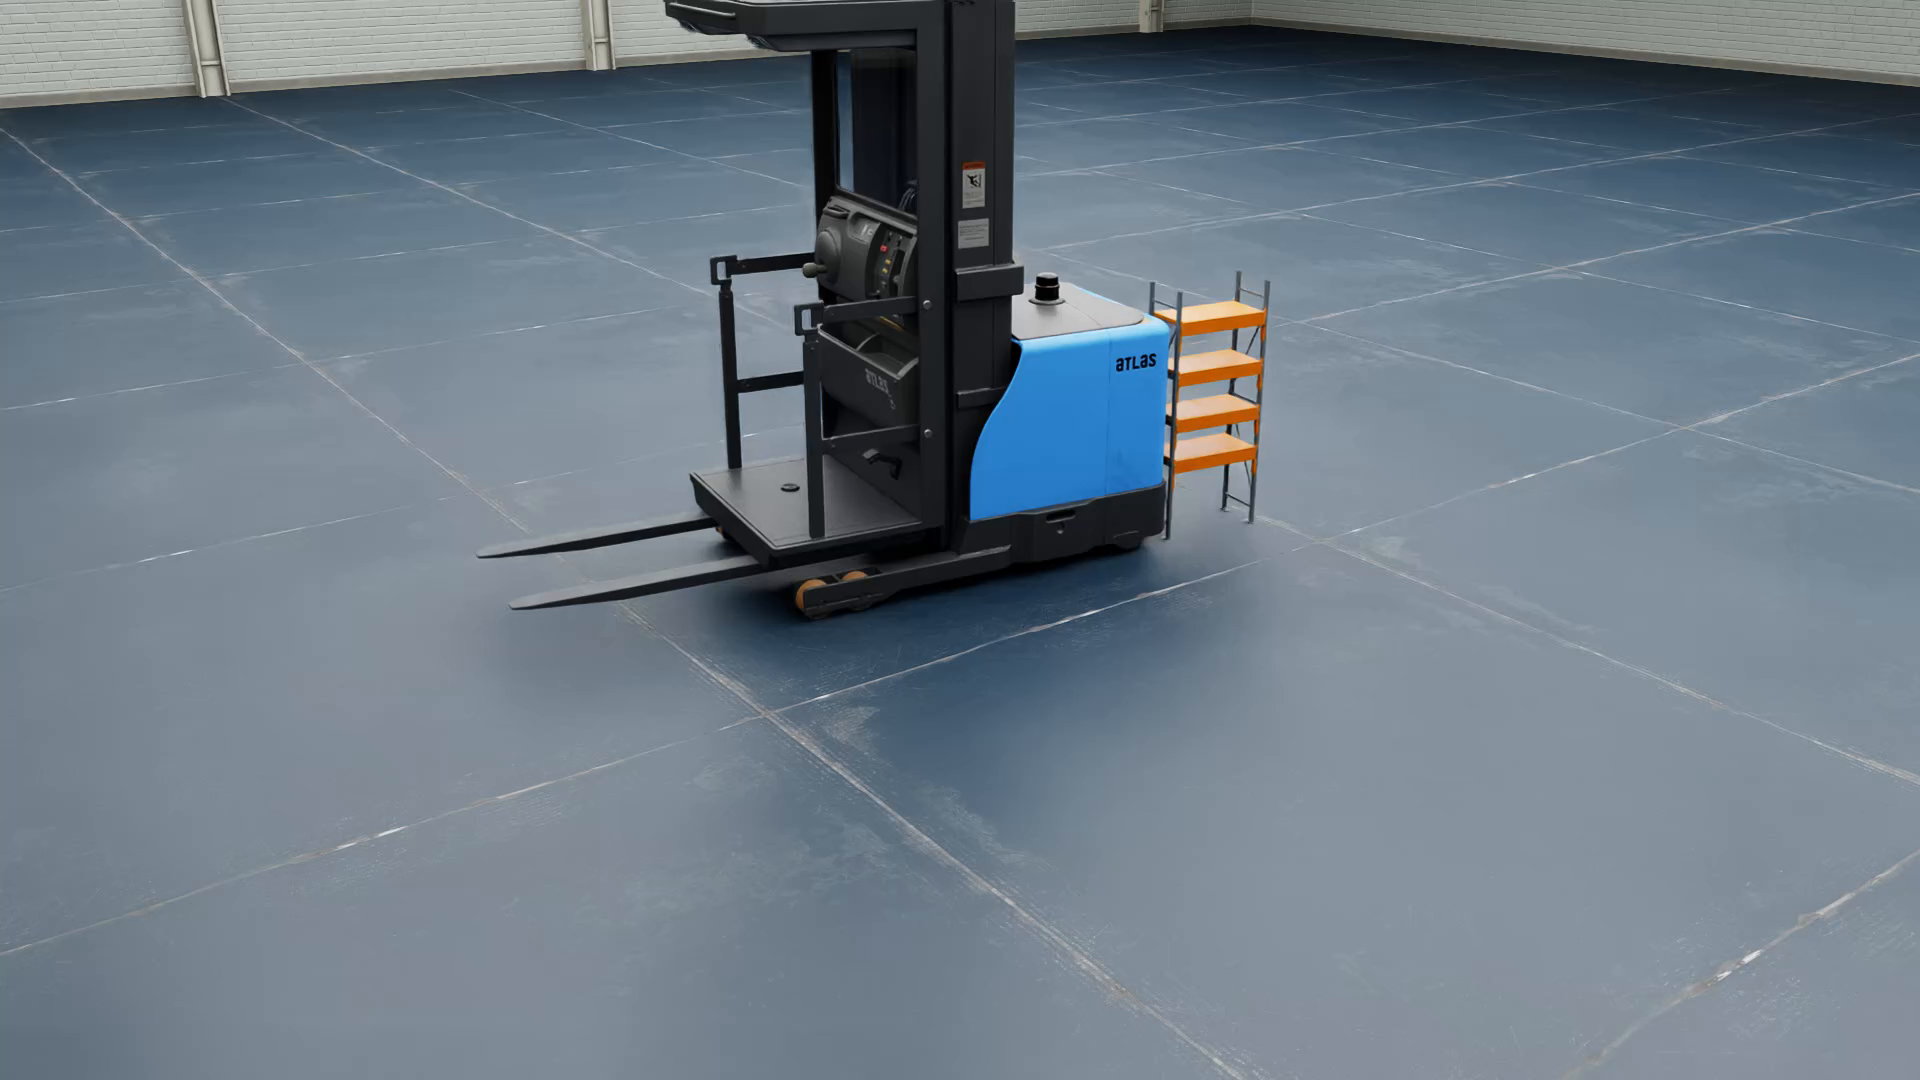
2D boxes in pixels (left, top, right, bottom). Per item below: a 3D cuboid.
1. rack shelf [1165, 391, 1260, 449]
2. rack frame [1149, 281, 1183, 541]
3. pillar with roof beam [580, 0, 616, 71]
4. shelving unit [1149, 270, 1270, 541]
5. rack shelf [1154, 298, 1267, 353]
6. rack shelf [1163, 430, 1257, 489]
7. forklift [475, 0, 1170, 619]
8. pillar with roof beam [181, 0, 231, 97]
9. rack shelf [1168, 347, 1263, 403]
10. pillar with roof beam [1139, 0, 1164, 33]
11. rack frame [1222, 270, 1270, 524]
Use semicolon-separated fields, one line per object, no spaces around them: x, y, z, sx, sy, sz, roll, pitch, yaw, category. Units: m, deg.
1.151;-0.571;7.890;0.480;0.148;0.258;-11;24;-26;rack shelf
0.935;-0.591;7.759;0.015;1.200;0.240;-11;24;-26;rack frame
-3.360;-10.588;22.288;0.400;9.000;9.100;-15;26;-33;pillar with roof beam
1.151;-0.633;7.865;0.503;1.200;0.258;-11;24;-26;shelving unit
1.151;-0.998;7.719;0.480;0.148;0.258;-11;24;-26;rack shelf
1.151;-0.387;7.963;0.480;0.148;0.258;-11;24;-26;rack shelf
-0.590;-1.248;7.070;3.031;2.935;1.130;-11;24;-25;forklift
-8.231;-9.289;19.033;0.400;9.000;9.100;-15;26;-33;pillar with roof beam
1.151;-0.779;7.807;0.480;0.148;0.258;-11;24;-26;rack shelf
6.381;-13.185;28.797;0.400;9.000;9.100;-15;26;-33;pillar with roof beam
1.367;-0.676;7.971;0.015;1.200;0.240;-11;24;-26;rack frame
